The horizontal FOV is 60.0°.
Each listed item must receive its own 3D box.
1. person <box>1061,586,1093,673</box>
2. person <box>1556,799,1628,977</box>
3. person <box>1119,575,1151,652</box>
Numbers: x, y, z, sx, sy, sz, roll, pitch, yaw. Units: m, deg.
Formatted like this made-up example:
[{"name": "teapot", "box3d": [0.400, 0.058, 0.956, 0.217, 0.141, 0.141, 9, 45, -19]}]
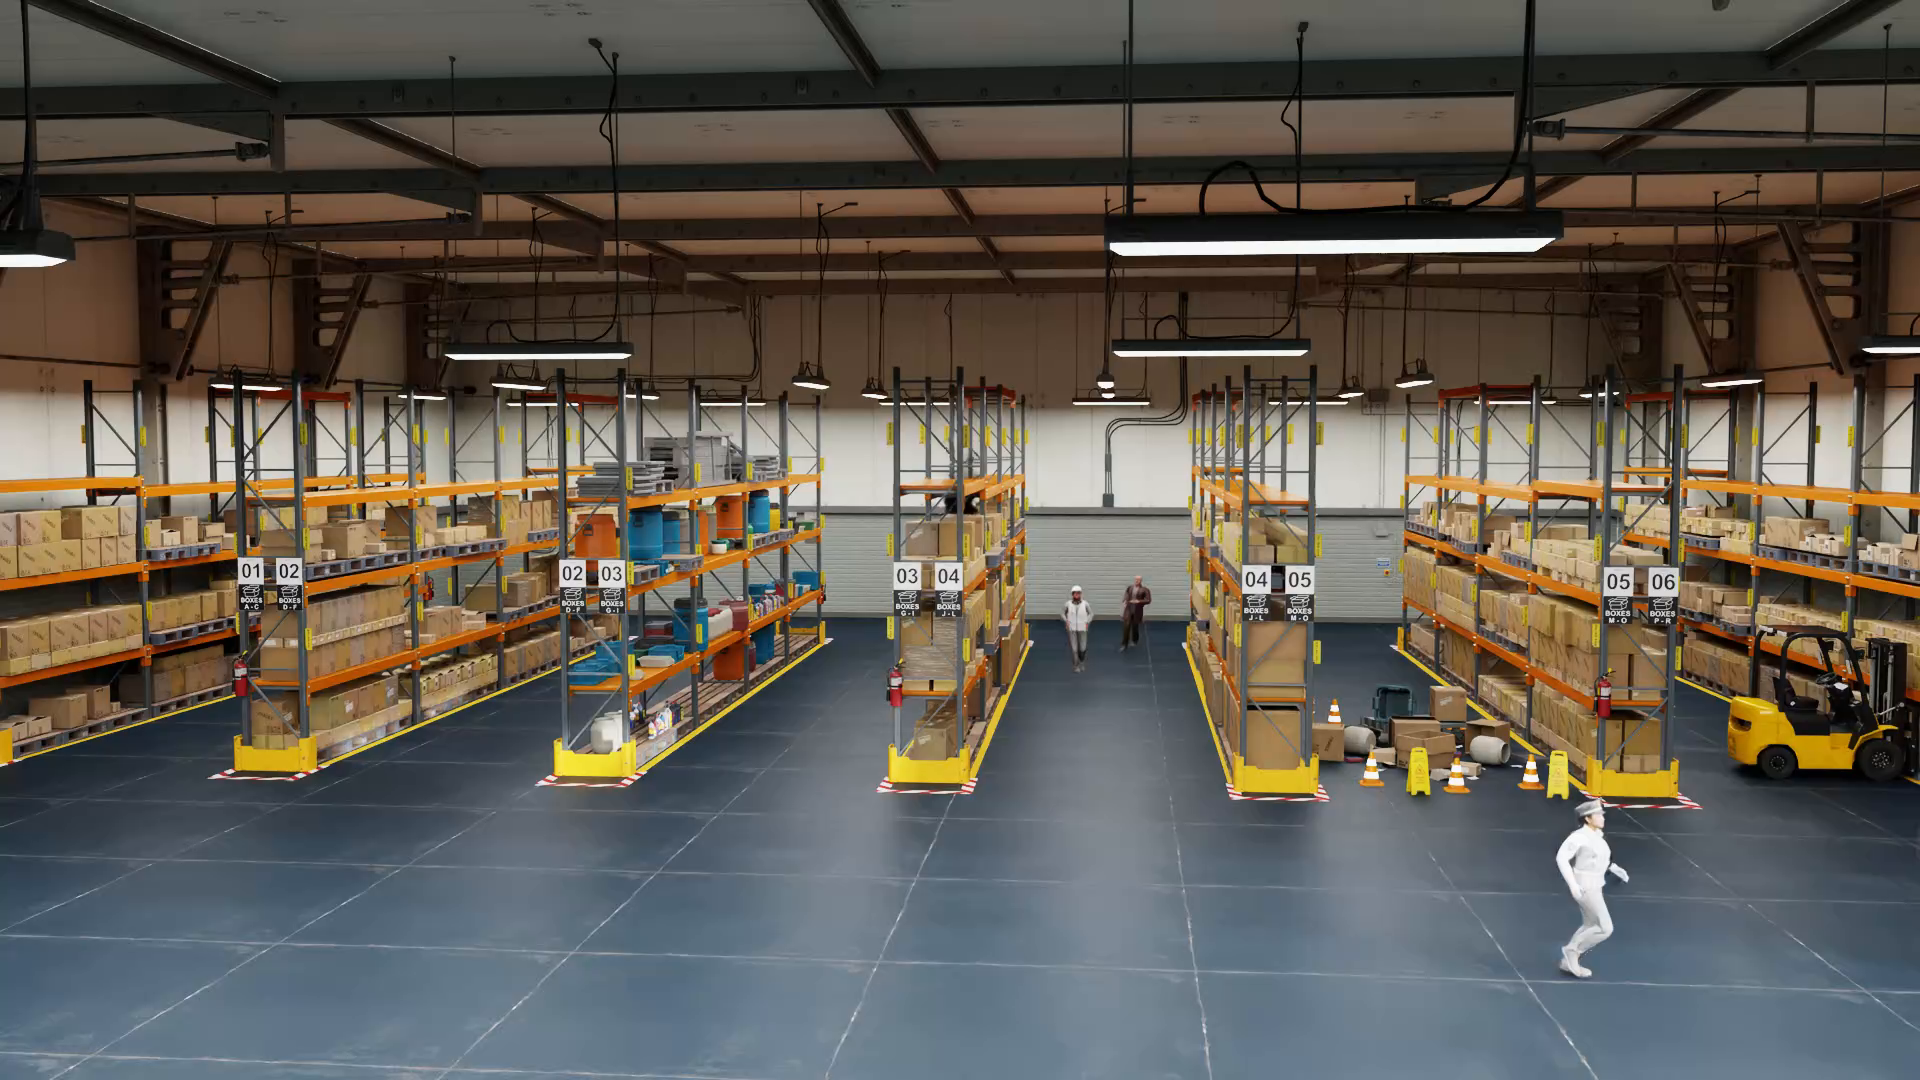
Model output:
[{"name": "person", "box3d": [2.335, 1.791, 33.127, 0.638, 1.750, 0.538, 0, 4, 4]}, {"name": "person", "box3d": [5.845, 3.212, 15.351, 0.567, 1.661, 0.623, 3, 4, 37]}, {"name": "person", "box3d": [4.154, 1.714, 38.997, 0.721, 1.800, 0.977, 2, 4, 24]}]
